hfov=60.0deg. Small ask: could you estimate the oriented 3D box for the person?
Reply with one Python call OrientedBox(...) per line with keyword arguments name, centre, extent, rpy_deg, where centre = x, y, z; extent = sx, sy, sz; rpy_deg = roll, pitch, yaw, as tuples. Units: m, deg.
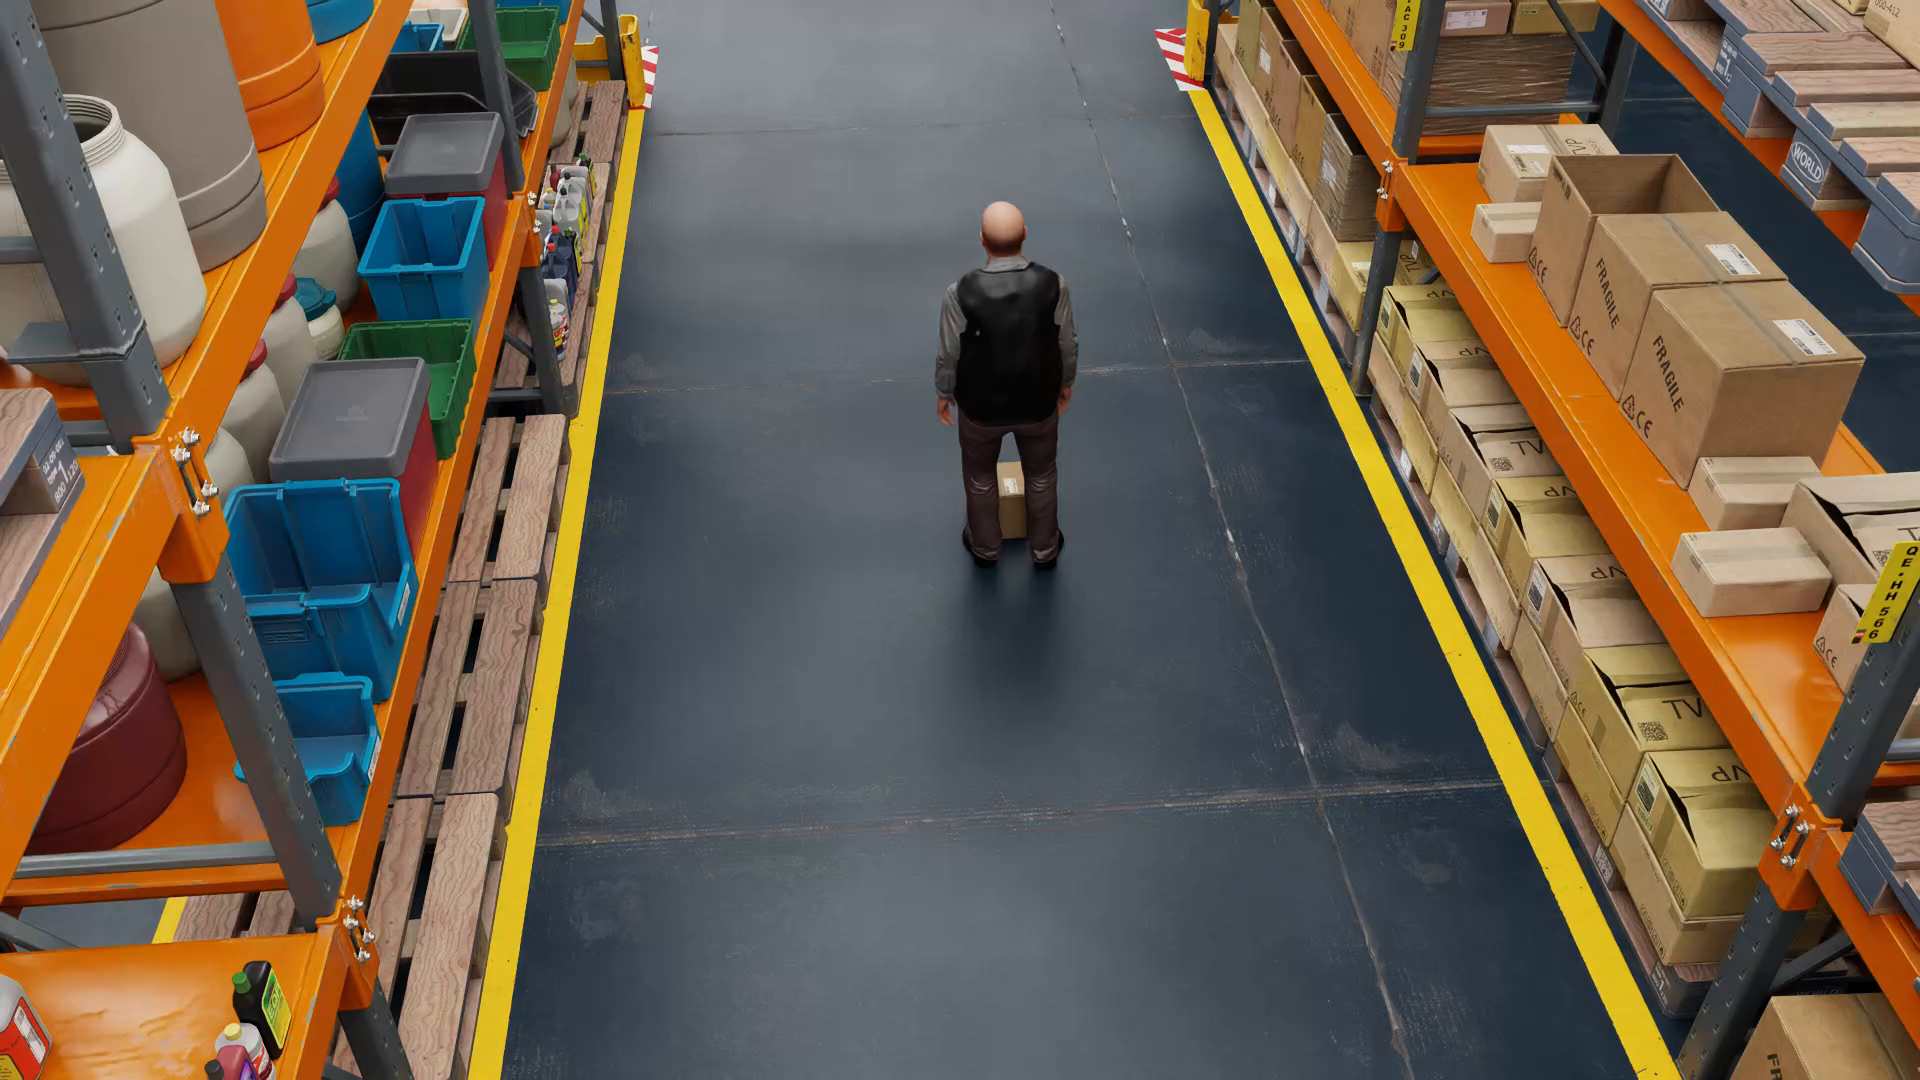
OrientedBox(name="person", centre=(0.189, -0.590, 6.905), extent=(0.590, 1.722, 0.465), rpy_deg=(-5, 39, -6))
